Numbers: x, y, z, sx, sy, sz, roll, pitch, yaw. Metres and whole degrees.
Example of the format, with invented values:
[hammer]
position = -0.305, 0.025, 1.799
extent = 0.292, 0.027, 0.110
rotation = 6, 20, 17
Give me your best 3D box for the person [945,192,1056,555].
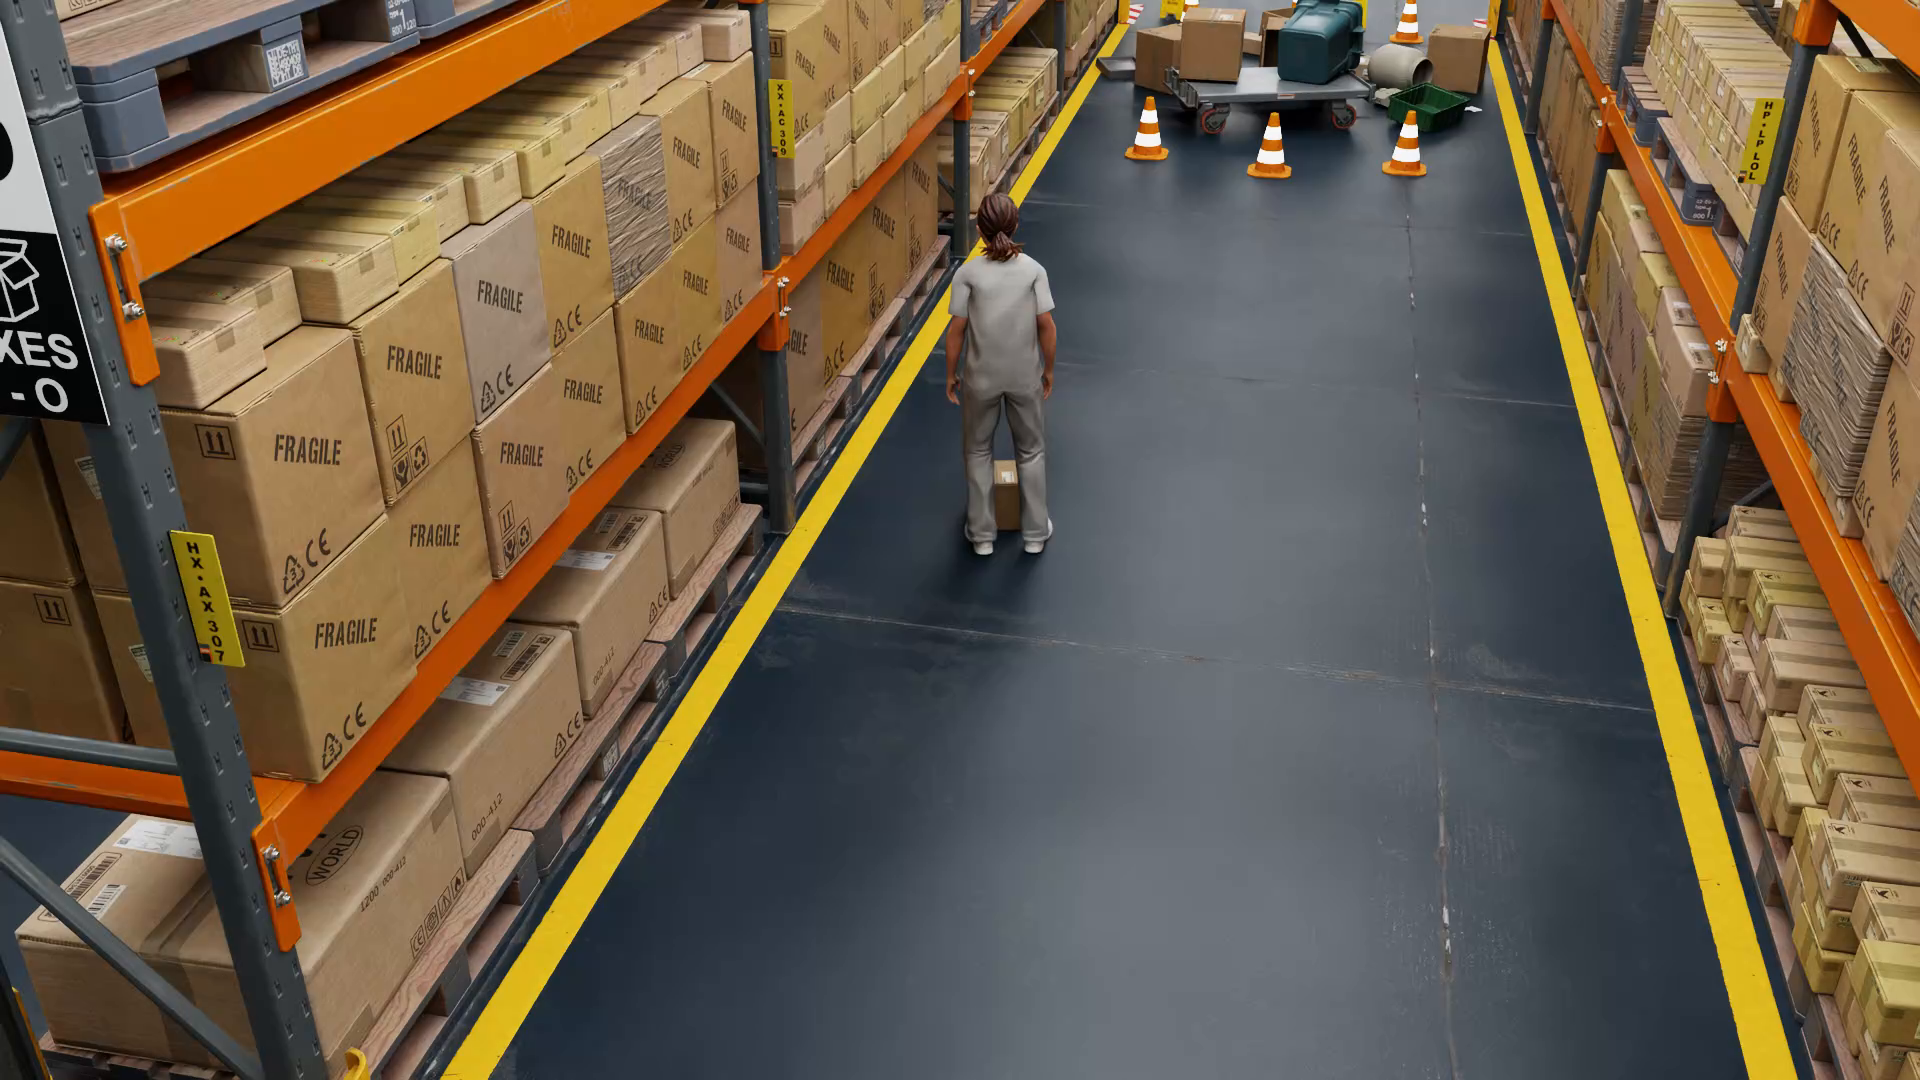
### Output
[person]
position = 0.191, -0.717, 7.426
extent = 0.516, 1.672, 0.357
rotation = -2, 29, -4
